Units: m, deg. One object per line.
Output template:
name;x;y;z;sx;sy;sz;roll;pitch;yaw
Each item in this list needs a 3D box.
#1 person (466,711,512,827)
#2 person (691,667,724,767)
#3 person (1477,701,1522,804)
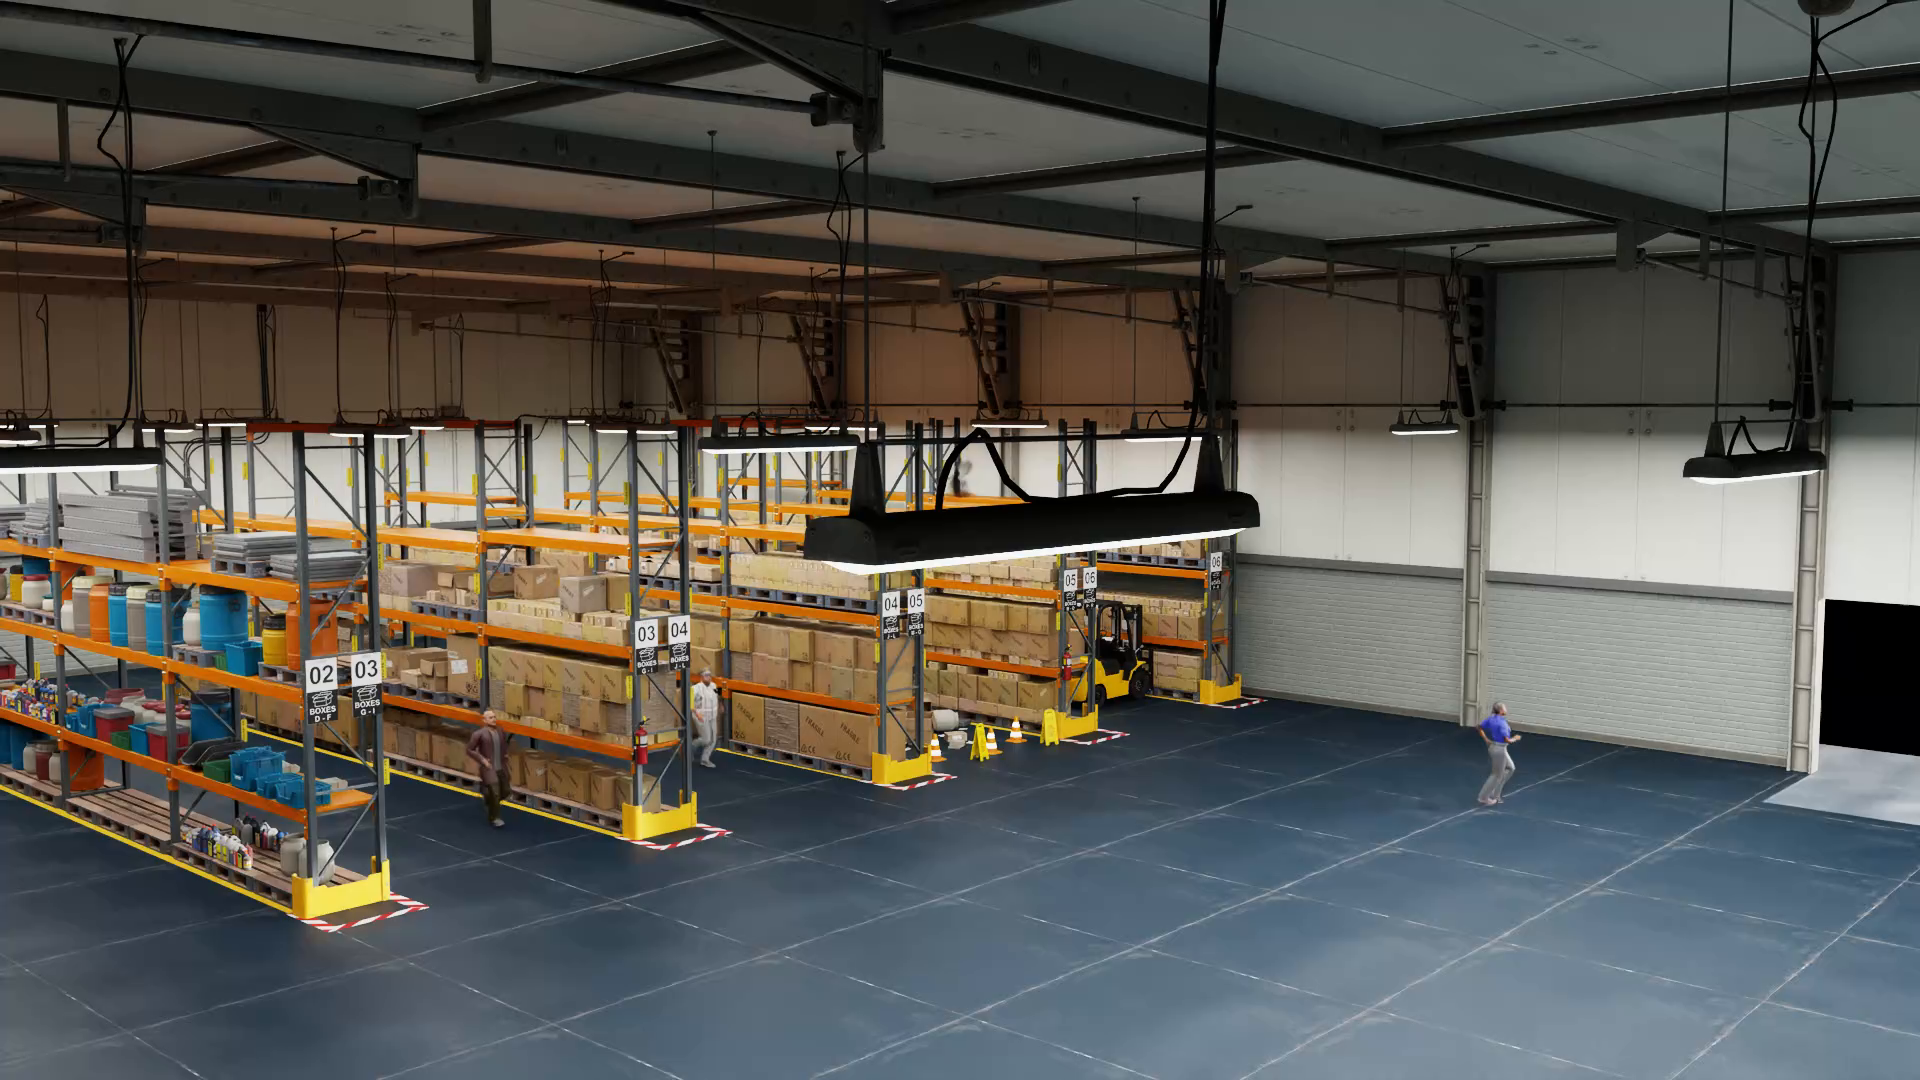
person;-7.067;3.421;25.012;0.669;1.725;0.708;4;6;40
person;-4.457;3.089;29.114;0.647;1.758;0.653;4;6;39
person;8.515;3.366;26.240;0.688;1.664;0.544;0;5;0
